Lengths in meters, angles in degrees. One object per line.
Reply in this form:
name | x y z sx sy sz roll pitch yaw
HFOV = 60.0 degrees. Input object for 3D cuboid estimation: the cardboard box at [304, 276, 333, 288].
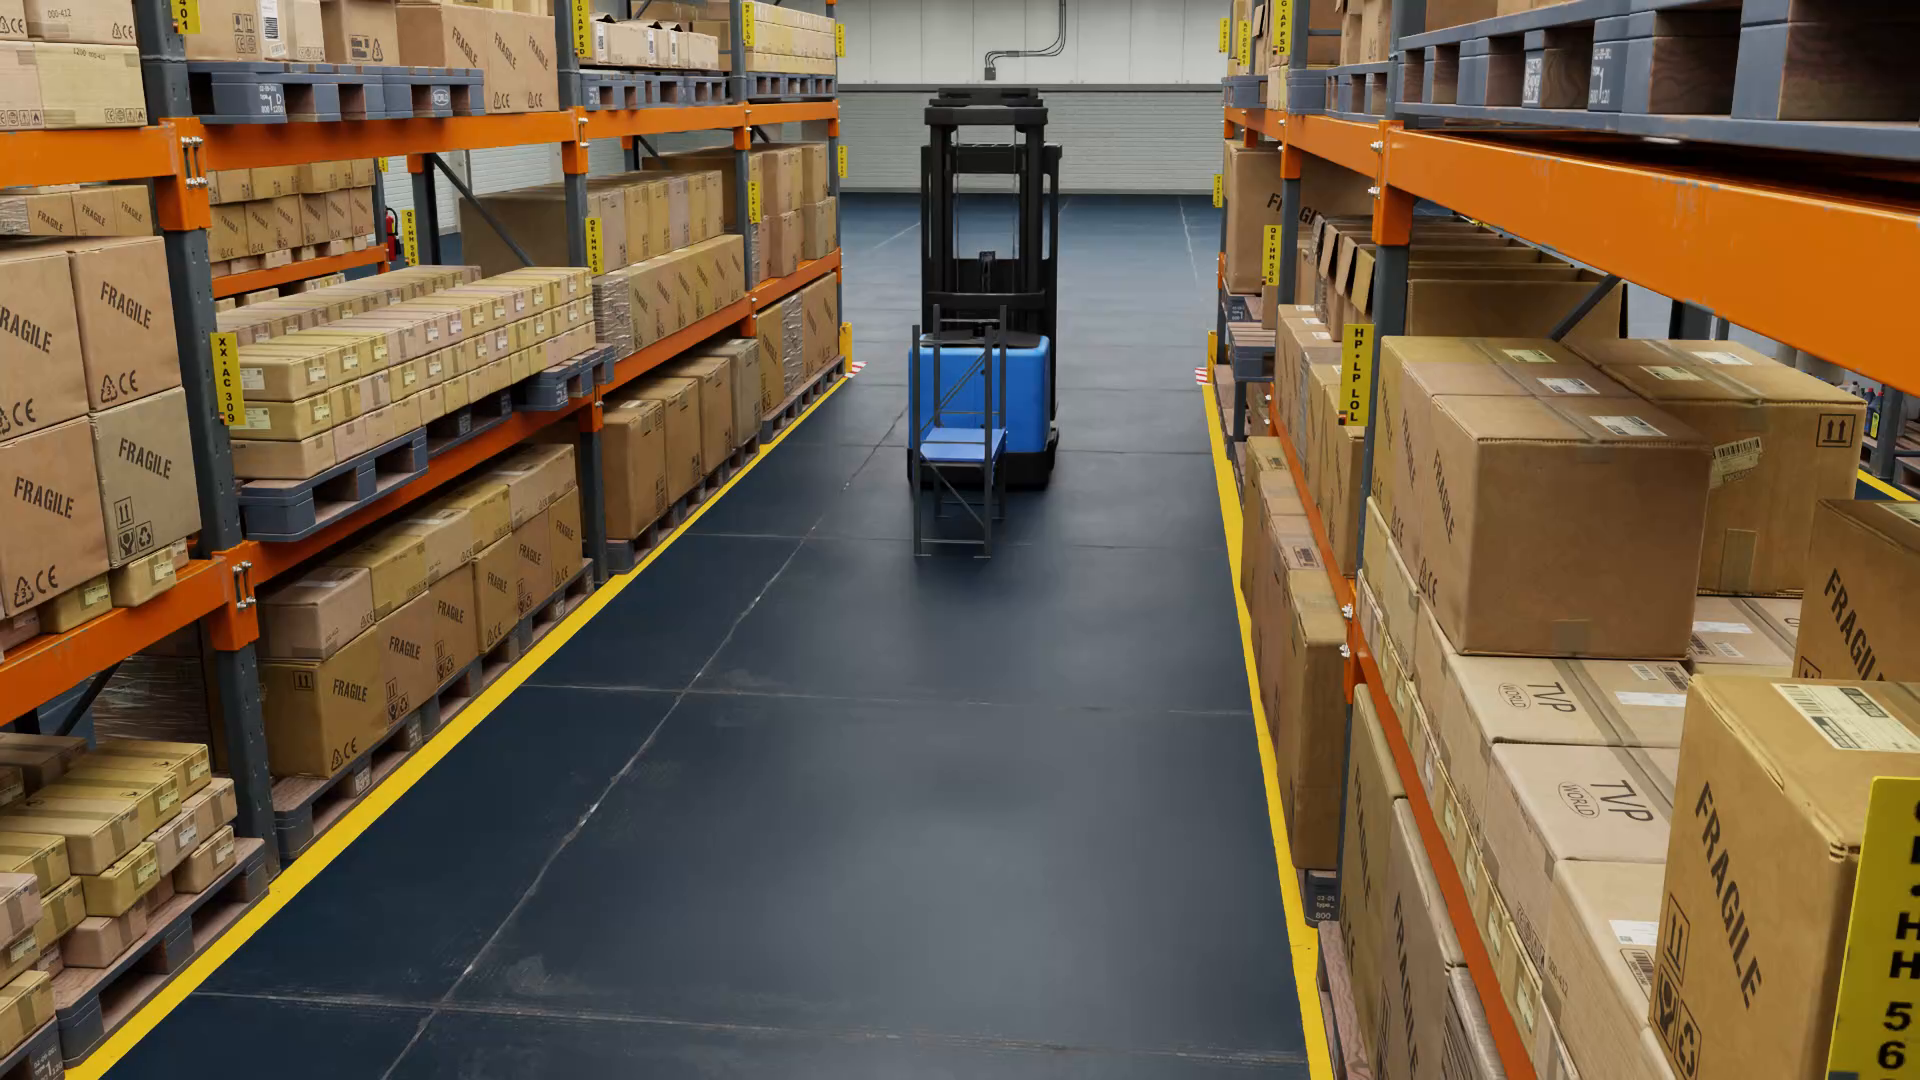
cardboard box | -6.529 -2.565 16.686 0.380 0.149 0.250 2 15 7

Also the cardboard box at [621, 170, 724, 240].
cardboard box | -2.263 -2.637 13.062 0.700 0.500 0.500 1 15 5

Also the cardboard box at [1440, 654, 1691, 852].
cardboard box | 1.310 0.446 3.484 0.500 0.250 0.500 2 15 6

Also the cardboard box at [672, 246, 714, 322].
cardboard box | -2.120 -1.878 12.170 0.500 0.500 0.500 2 15 7

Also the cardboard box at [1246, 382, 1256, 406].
cardboard box | 2.838 -1.474 14.850 0.500 0.500 0.500 0 15 1

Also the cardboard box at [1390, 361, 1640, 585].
cardboard box | 1.430 -0.177 4.352 0.500 0.500 0.500 2 15 6

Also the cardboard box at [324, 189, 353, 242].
cardboard box | -6.540 -3.306 16.879 0.500 0.500 0.500 2 15 6

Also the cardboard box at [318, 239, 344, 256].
cardboard box | -6.489 -2.965 16.863 0.380 0.149 0.250 2 15 7

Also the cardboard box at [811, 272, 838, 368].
cardboard box | -1.773 -2.272 17.084 0.875 0.875 0.875 2 15 7

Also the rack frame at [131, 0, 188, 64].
rack frame | -3.116 -3.056 5.226 1.000 3.000 0.127 2 15 6

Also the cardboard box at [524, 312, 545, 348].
cardboard box | -2.352 -1.079 8.513 0.380 0.149 0.250 2 15 6

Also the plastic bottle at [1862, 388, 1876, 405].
plastic bottle | 7.433 -1.076 13.627 0.144 0.351 0.185 1 15 3

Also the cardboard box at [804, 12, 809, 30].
cardboard box | -1.606 -4.808 15.409 0.380 0.149 0.250 1 15 5

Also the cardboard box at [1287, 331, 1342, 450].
cardboard box | 1.817 -0.689 7.772 0.500 0.500 0.500 1 15 5

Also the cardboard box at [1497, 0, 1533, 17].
cardboard box | 1.772 -1.531 4.142 0.700 0.500 0.500 1 15 3

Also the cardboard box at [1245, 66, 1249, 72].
cardboard box | 2.517 -3.858 13.461 0.380 0.149 0.250 1 15 3

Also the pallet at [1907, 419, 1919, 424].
pallet | 7.877 -1.061 14.683 1.003 0.211 1.213 2 15 6

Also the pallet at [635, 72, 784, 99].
pallet | -2.110 -3.852 14.086 1.003 0.211 1.213 2 15 6

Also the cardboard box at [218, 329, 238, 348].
cardboard box | -3.204 -0.776 6.821 0.380 0.149 0.250 1 15 4

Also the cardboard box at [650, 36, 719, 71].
cardboard box | -2.134 -3.674 12.547 0.500 0.250 0.500 2 15 7

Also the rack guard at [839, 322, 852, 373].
rack guard | -1.759 -2.072 17.868 1.175 0.500 0.348 2 15 6

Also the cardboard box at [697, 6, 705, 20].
cardboard box | -2.403 -4.498 14.260 0.380 0.149 0.250 2 15 7

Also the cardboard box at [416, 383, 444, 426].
cardboard box | -2.499 -0.598 7.305 0.380 0.149 0.250 1 15 4

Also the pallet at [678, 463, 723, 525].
pallet | -2.360 -0.370 12.125 1.003 0.211 1.213 2 15 6

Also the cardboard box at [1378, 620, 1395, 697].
cardboard box | 1.378 0.337 4.652 0.380 0.149 0.250 2 15 8

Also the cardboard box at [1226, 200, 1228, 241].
cardboard box | 3.066 -3.151 16.305 0.875 0.500 0.500 2 15 6

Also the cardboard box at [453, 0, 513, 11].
cardboard box | -2.495 -2.818 8.431 0.396 0.266 0.258 2 15 6

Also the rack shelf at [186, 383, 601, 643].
rack shelf | -2.890 -0.332 8.021 1.077 0.370 4.000 2 15 6

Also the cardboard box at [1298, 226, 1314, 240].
cardboard box | 2.600 -1.863 11.304 0.797 0.503 0.637 3 15 12

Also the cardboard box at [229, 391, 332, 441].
cardboard box | -2.614 -0.474 6.276 0.380 0.149 0.250 2 15 7

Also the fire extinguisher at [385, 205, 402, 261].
fire extinguisher | -6.221 -3.371 18.031 0.296 0.674 0.183 2 15 6

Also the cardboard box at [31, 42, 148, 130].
cardboard box | -2.903 -1.401 5.137 0.500 0.250 0.500 2 15 8

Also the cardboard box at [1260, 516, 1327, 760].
cardboard box | 1.953 0.436 7.067 1.225 0.875 0.875 1 15 4

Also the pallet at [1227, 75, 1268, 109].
pallet | 2.414 -2.994 11.102 1.213 0.211 1.003 2 15 6

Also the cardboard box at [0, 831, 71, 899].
cardboard box | -3.015 1.023 5.150 0.380 0.149 0.250 2 15 8

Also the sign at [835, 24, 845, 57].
sign | -1.224 -5.090 16.950 0.100 0.325 0.005 2 15 6

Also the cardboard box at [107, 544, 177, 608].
cardboard box | -2.836 0.112 5.483 0.380 0.149 0.250 1 15 5

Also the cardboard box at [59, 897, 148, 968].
cardboard box | -2.900 1.260 5.412 0.380 0.149 0.250 1 15 4

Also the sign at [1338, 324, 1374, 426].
sign | 1.261 -0.522 5.281 0.100 0.325 0.005 2 15 6

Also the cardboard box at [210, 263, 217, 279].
cardboard box | -6.812 -2.373 14.673 0.380 0.149 0.250 2 15 8

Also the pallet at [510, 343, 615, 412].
pallet | -2.639 -0.917 9.176 1.213 0.211 1.003 2 15 6

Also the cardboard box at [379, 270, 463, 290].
cardboard box | -2.937 -1.383 9.066 0.380 0.149 0.250 1 15 5

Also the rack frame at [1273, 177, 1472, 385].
rack frame | 2.252 -1.026 9.208 1.000 3.000 0.127 2 15 6

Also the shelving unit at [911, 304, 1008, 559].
shelving unit | 0.010 -0.746 11.048 0.538 1.500 1.048 2 15 6

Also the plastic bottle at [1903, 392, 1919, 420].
plastic bottle | 8.048 -1.169 14.114 0.152 0.276 0.135 2 15 6

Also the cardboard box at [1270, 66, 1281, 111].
cardboard box | 2.105 -2.661 9.797 0.500 0.250 0.500 2 15 6

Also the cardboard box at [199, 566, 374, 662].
cardboard box | -2.770 0.298 6.863 0.500 0.250 0.500 1 15 4

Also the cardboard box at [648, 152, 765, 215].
cardboard box | -2.191 -3.070 14.412 0.875 0.550 0.550 2 15 6

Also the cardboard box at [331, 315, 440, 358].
cardboard box | -2.499 -0.888 7.235 0.380 0.149 0.250 2 15 6

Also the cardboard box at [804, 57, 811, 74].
cardboard box | -1.606 -4.425 15.518 0.380 0.149 0.250 2 15 7

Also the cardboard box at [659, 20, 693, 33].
cardboard box | -2.413 -4.141 13.704 0.500 0.250 0.500 2 15 6

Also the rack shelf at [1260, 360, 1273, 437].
rack shelf | 2.478 -1.197 11.221 1.077 0.370 4.000 2 15 6

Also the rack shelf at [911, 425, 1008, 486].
rack shelf | 0.010 -0.572 11.095 0.538 0.185 1.000 2 15 6

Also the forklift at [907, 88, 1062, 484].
forklift | 0.258 -2.168 13.565 1.130 2.935 3.031 1 15 5
